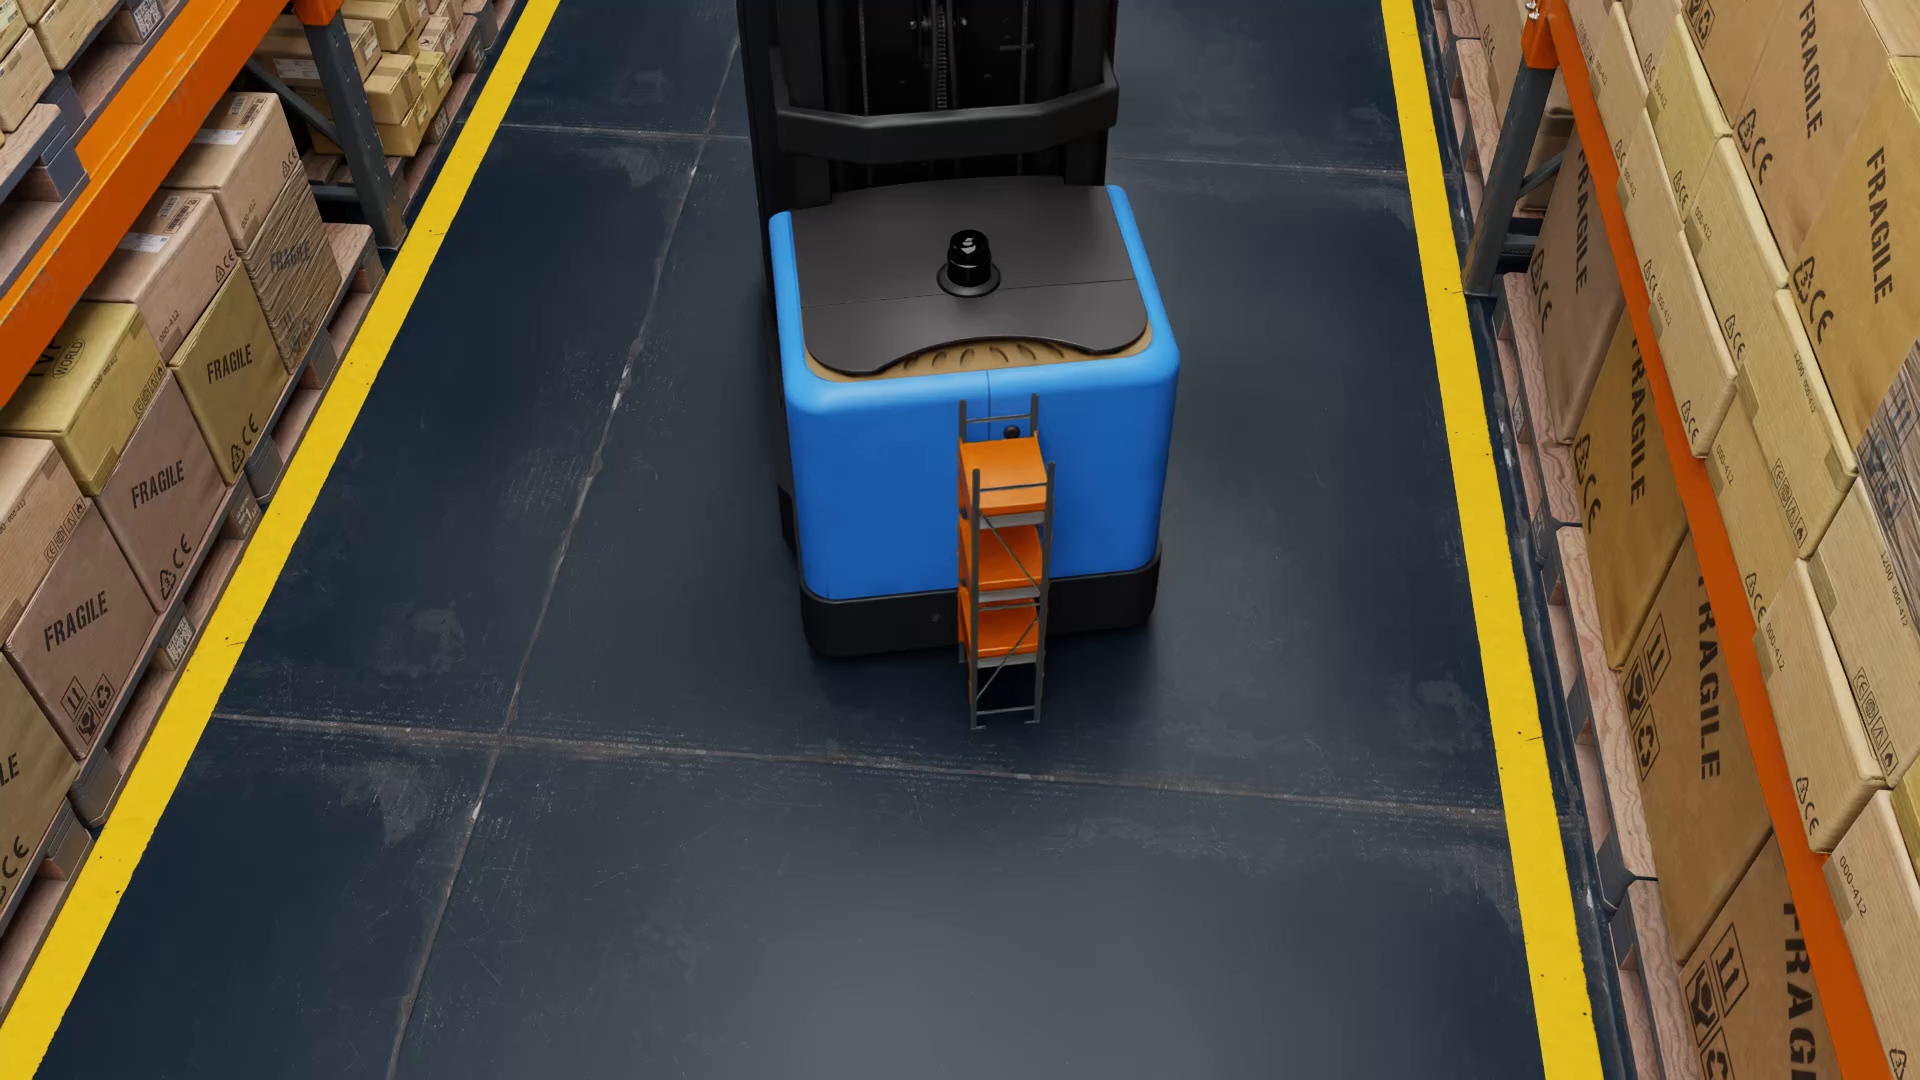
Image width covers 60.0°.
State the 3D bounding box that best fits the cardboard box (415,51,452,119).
[{"bbox_3d":[-2.221,-1.790,6.501,0.380,0.149,0.250,5,48,5],"label":"cardboard box"}]

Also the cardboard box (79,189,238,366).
[{"bbox_3d":[-2.475,-0.779,4.831,0.500,0.250,0.500,6,48,5],"label":"cardboard box"}]

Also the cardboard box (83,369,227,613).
[{"bbox_3d":[-2.514,-0.152,4.766,0.500,0.500,0.500,3,48,3],"label":"cardboard box"}]

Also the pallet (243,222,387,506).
[{"bbox_3d":[-2.668,-0.655,5.706,1.003,0.211,1.213,4,48,4],"label":"pallet"}]

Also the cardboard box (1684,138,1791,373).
[{"bbox_3d":[1.883,-0.598,3.527,0.500,0.250,0.500,3,48,2],"label":"cardboard box"}]

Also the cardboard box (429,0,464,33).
[{"bbox_3d":[-2.277,-2.166,6.845,0.380,0.149,0.250,3,48,3],"label":"cardboard box"}]

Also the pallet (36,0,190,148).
[{"bbox_3d":[-2.813,-1.552,4.767,1.003,0.211,1.213,4,48,4],"label":"pallet"}]

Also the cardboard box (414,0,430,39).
[{"bbox_3d":[-2.327,-2.067,6.553,0.380,0.149,0.250,4,48,3],"label":"cardboard box"}]

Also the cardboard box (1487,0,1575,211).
[{"bbox_3d":[2.504,-1.641,6.170,0.875,0.438,0.875,3,48,3],"label":"cardboard box"}]

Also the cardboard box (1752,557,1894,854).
[{"bbox_3d":[1.794,0.314,3.031,0.500,0.250,0.500,5,48,4],"label":"cardboard box"}]

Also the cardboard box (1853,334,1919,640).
[{"bbox_3d":[1.800,-0.117,2.579,0.500,0.500,0.500,5,48,4],"label":"cardboard box"}]

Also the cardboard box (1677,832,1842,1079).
[{"bbox_3d":[2.121,1.103,3.364,0.875,0.875,0.875,3,48,3],"label":"cardboard box"}]

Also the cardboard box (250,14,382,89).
[{"bbox_3d":[-2.361,-1.788,6.097,0.380,0.149,0.250,6,48,5],"label":"cardboard box"}]

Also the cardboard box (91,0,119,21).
[{"bbox_3d":[-2.486,-1.547,4.517,0.380,0.149,0.250,4,48,3],"label":"cardboard box"}]

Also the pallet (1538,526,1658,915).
[{"bbox_3d":[2.236,0.502,4.648,1.003,0.211,1.213,4,48,4],"label":"pallet"}]

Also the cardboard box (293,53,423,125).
[{"bbox_3d":[-2.247,-1.693,6.212,0.380,0.149,0.250,6,48,5],"label":"cardboard box"}]

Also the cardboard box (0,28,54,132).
[{"bbox_3d":[-2.528,-1.158,4.162,0.380,0.149,0.250,2,48,2],"label":"cardboard box"}]

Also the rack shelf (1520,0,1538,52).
[{"bbox_3d":[2.522,-3.137,6.574,1.077,0.370,4.000,4,48,4],"label":"rack shelf"}]

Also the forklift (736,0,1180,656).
[{"bbox_3d":[-0.125,-1.750,4.865,1.130,2.935,3.031,-6,48,-5],"label":"forklift"}]

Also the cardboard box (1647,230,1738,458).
[{"bbox_3d":[1.874,-0.431,3.713,0.500,0.250,0.500,3,48,3],"label":"cardboard box"}]

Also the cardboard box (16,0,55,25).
[{"bbox_3d":[-2.507,-1.443,4.221,0.380,0.149,0.250,2,48,2],"label":"cardboard box"}]

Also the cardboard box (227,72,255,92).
[{"bbox_3d":[-2.887,-1.701,6.219,0.380,0.149,0.250,5,48,4],"label":"cardboard box"}]

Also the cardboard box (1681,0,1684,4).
[{"bbox_3d":[1.995,-1.601,3.937,0.500,0.500,0.500,4,48,3],"label":"cardboard box"}]

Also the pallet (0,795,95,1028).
[{"bbox_3d":[-2.891,1.138,4.066,1.003,0.211,1.213,4,48,4],"label":"pallet"}]

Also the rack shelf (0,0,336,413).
[{"bbox_3d":[-2.781,-0.456,4.122,1.077,0.370,4.000,4,48,4],"label":"rack shelf"}]

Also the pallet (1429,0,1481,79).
[{"bbox_3d":[2.596,-2.421,7.322,1.003,0.211,1.213,4,48,4],"label":"pallet"}]

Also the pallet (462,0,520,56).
[{"bbox_3d":[-2.464,-2.622,7.505,1.003,0.211,1.213,4,48,4],"label":"pallet"}]

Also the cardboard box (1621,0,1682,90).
[{"bbox_3d":[1.999,-1.339,4.204,0.500,0.250,0.500,5,48,4],"label":"cardboard box"}]

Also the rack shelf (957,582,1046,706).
[{"bbox_3d":[0.113,0.283,4.671,0.215,0.259,0.240,-6,48,-5],"label":"rack shelf"}]

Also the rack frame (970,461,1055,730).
[{"bbox_3d":[0.129,0.177,4.377,0.200,1.050,0.008,-6,48,-5],"label":"rack frame"}]

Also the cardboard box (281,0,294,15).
[{"bbox_3d":[-2.868,-2.099,6.583,0.380,0.149,0.250,2,48,2],"label":"cardboard box"}]

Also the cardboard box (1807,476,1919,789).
[{"bbox_3d":[1.809,0.161,2.833,0.500,0.250,0.500,3,48,3],"label":"cardboard box"}]

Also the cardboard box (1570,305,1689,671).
[{"bbox_3d":[2.288,-0.209,4.564,0.875,0.875,0.875,5,48,5],"label":"cardboard box"}]

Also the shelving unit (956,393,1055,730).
[{"bbox_3d":[0.113,0.088,4.458,0.215,1.050,0.252,-6,48,-5],"label":"shelving unit"}]

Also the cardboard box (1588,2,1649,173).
[{"bbox_3d":[1.991,-1.173,4.392,0.500,0.250,0.500,3,48,3],"label":"cardboard box"}]

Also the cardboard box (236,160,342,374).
[{"bbox_3d":[-2.415,-0.906,5.455,0.500,0.500,0.500,3,48,3],"label":"cardboard box"}]

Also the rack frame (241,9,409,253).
[{"bbox_3d":[-2.599,-2.169,5.201,1.000,3.000,0.127,4,48,4],"label":"rack frame"}]

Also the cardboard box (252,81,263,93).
[{"bbox_3d":[-2.902,-1.659,6.382,0.380,0.149,0.250,4,48,4],"label":"cardboard box"}]

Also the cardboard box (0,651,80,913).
[{"bbox_3d":[-2.603,0.600,4.078,0.500,0.500,0.500,4,48,4],"label":"cardboard box"}]

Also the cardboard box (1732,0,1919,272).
[{"bbox_3d":[1.906,-0.853,3.252,0.500,0.500,0.500,3,48,3],"label":"cardboard box"}]

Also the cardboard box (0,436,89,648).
[{"bbox_3d":[-2.555,-0.006,4.124,0.500,0.250,0.500,4,48,4],"label":"cardboard box"}]
